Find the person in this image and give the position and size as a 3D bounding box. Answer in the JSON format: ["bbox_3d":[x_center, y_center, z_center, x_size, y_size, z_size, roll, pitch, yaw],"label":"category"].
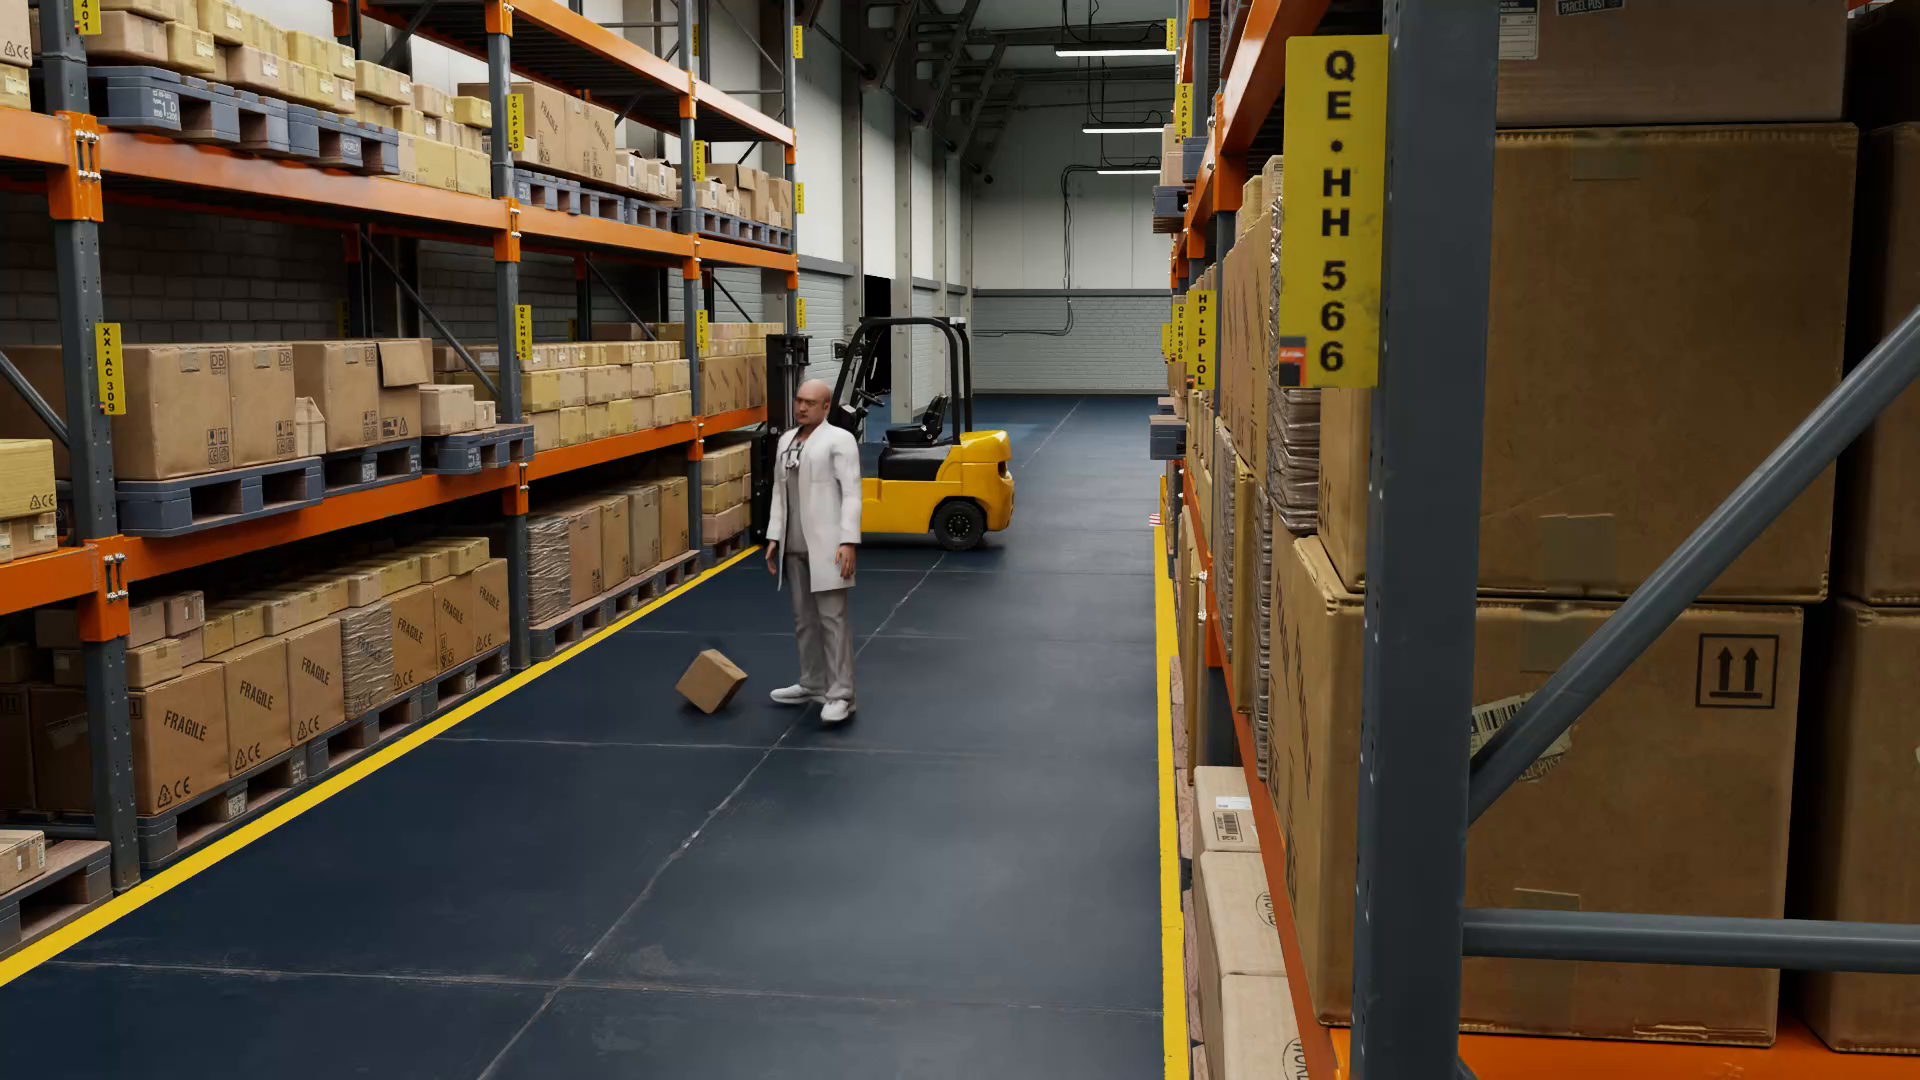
[{"bbox_3d":[-0.781,0.033,8.861,0.689,1.778,0.455,7,10,42],"label":"person"}]
